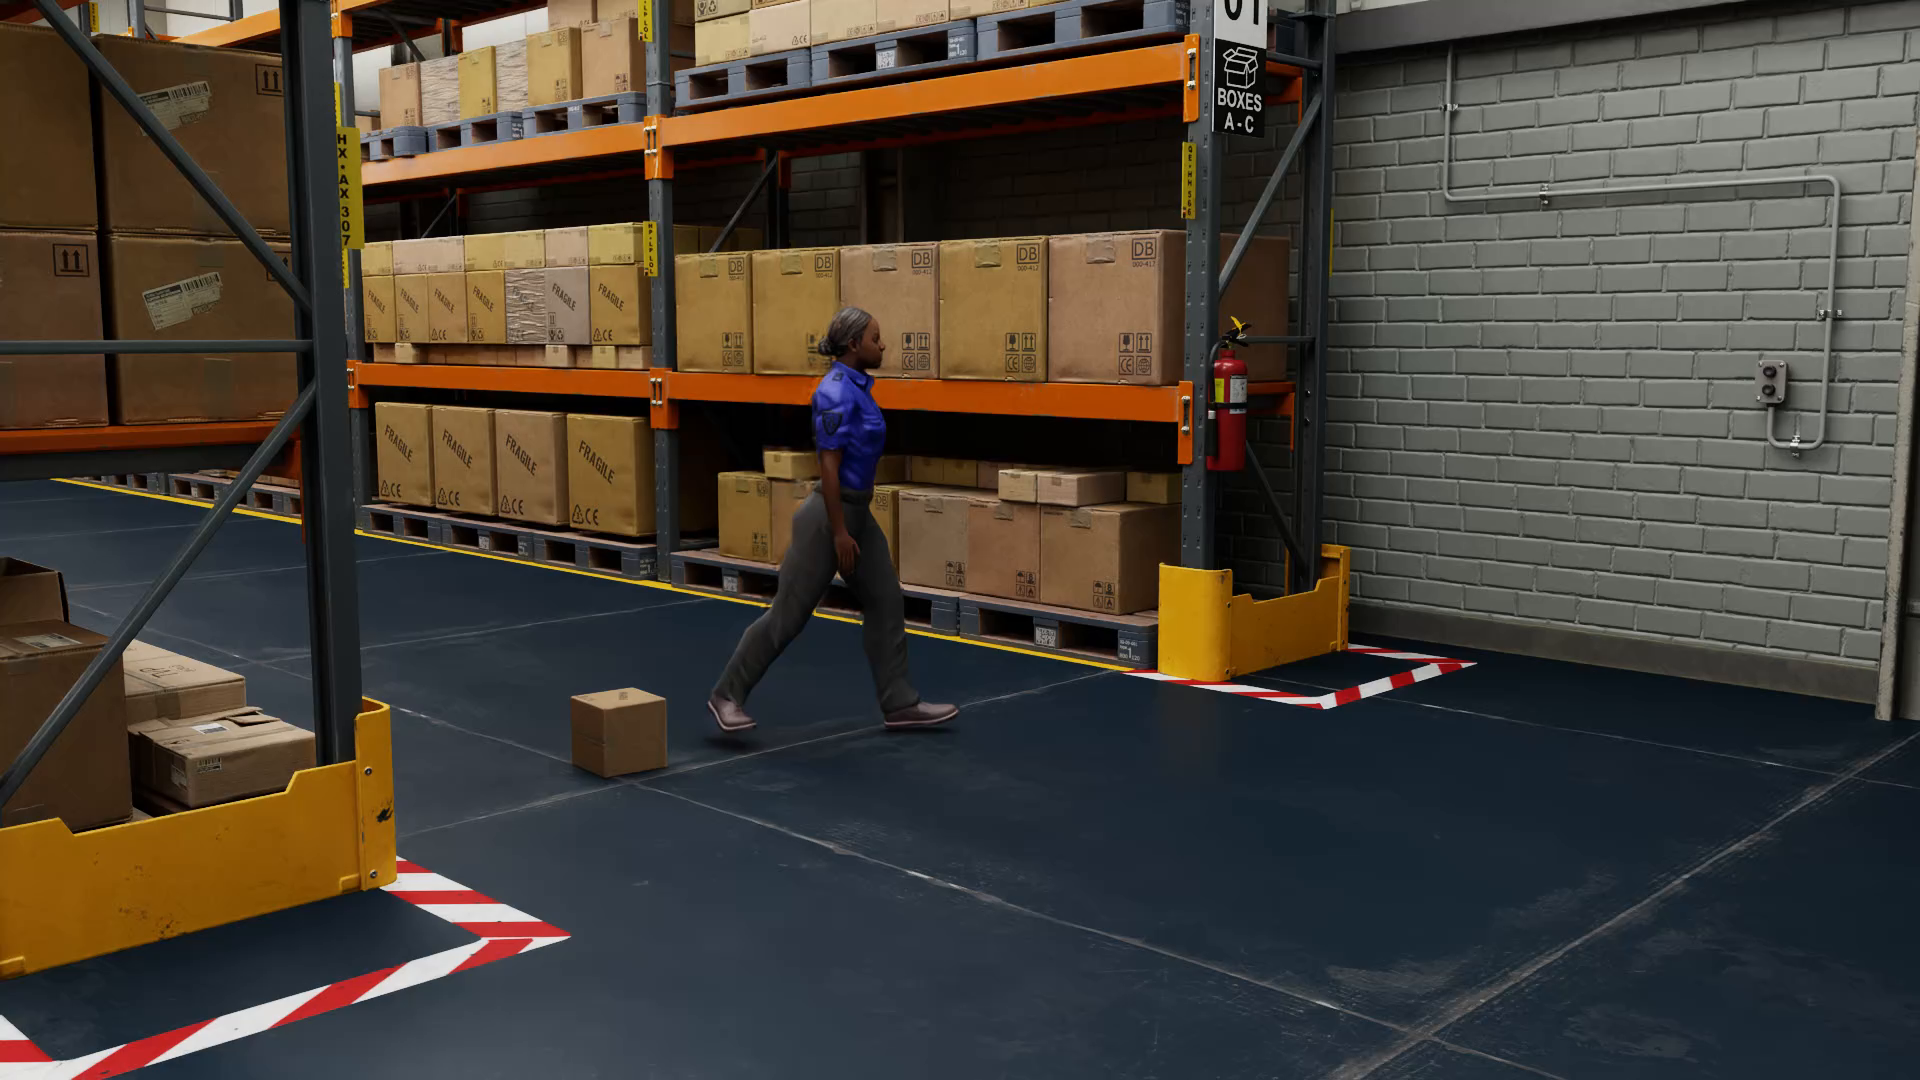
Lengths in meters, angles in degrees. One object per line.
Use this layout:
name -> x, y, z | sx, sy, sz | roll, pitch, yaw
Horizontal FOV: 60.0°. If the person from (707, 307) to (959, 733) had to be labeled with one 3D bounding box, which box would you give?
person -> -0.499, -0.060, 6.267 | 0.918, 1.624, 0.544 | 2, 7, 12
